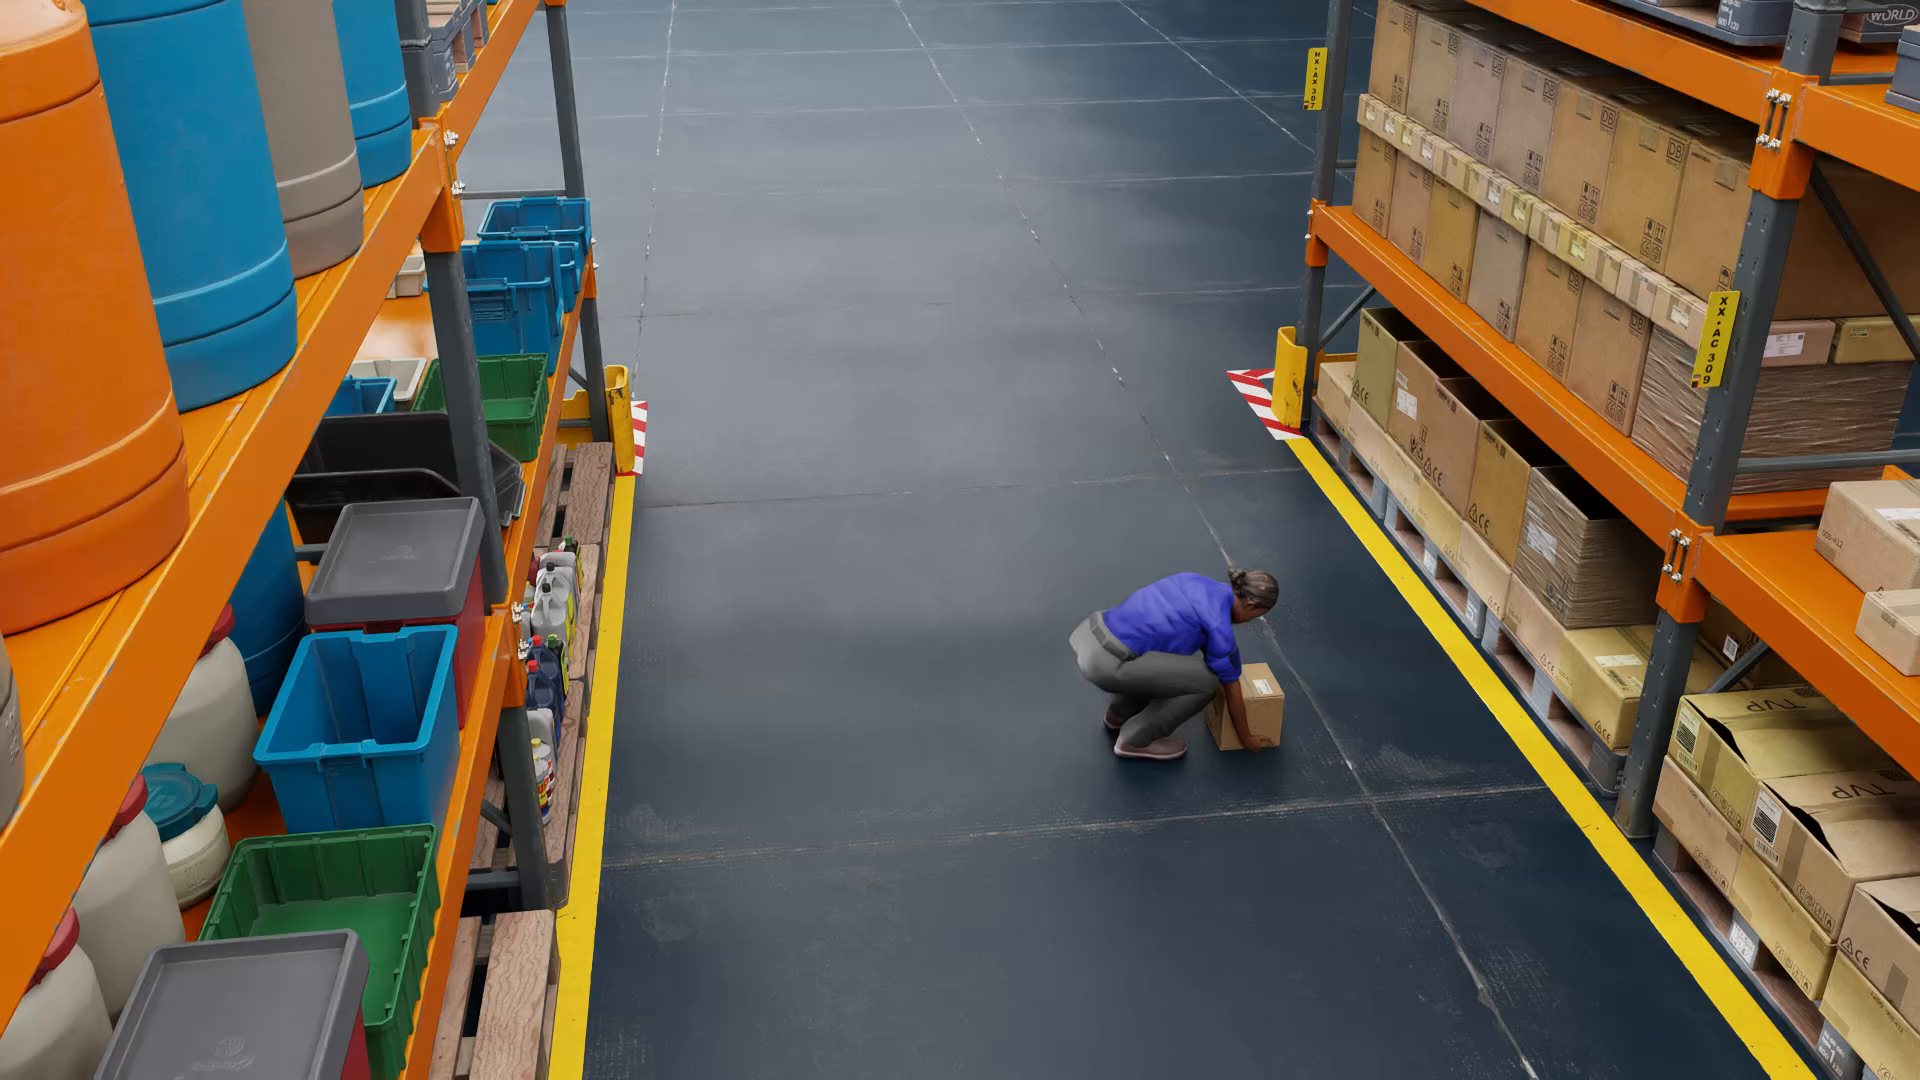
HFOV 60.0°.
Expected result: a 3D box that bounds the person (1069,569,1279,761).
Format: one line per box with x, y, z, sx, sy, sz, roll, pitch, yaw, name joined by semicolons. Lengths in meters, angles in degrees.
0.861;0.490;6.698;0.846;0.759;0.440;-4;28;-8;person
